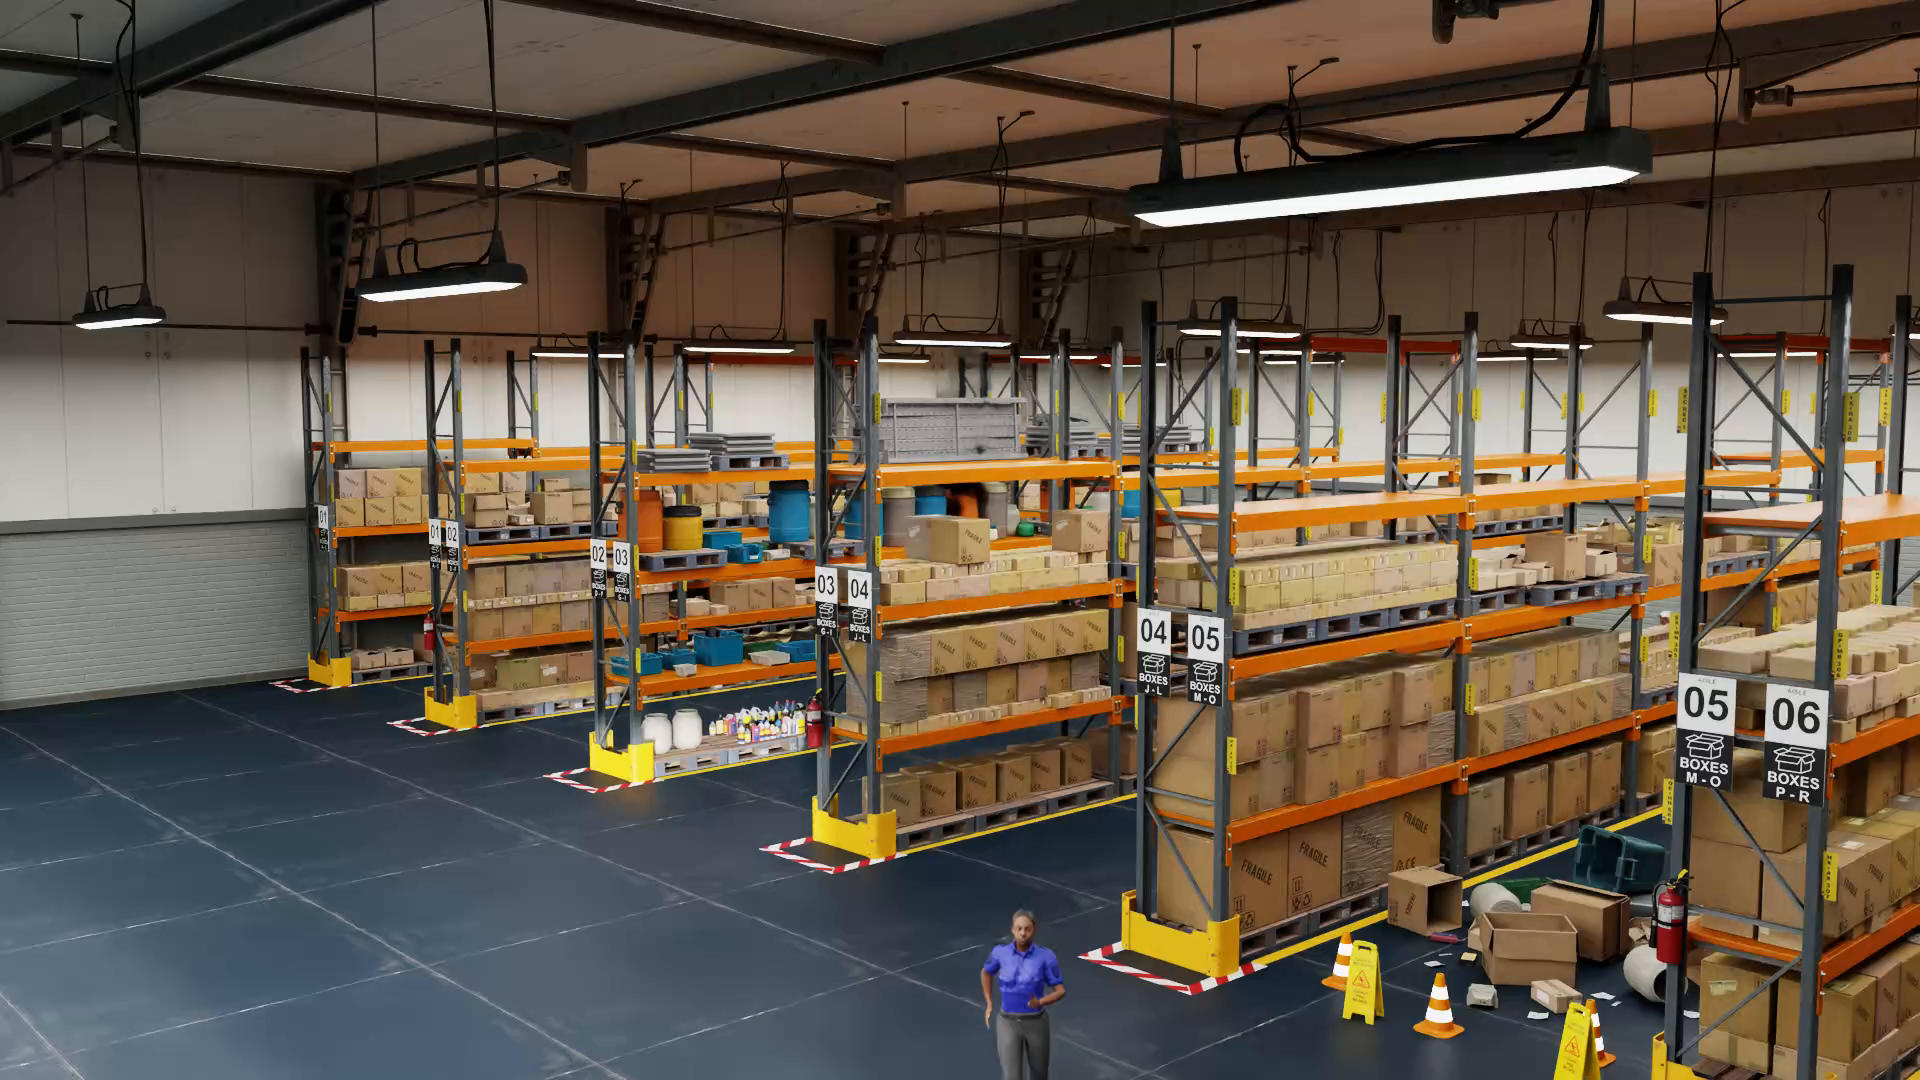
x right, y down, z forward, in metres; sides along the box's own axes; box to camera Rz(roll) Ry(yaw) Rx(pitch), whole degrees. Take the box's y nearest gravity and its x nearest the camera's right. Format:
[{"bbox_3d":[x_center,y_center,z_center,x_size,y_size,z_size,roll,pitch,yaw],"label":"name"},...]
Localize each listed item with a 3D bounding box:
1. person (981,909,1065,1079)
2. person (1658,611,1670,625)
[{"bbox_3d":[0.428,3.338,11.378,0.583,1.620,0.924,0,5,2],"label":"person"},{"bbox_3d":[11.003,1.997,25.873,0.860,1.818,0.690,-4,7,-41],"label":"person"}]
